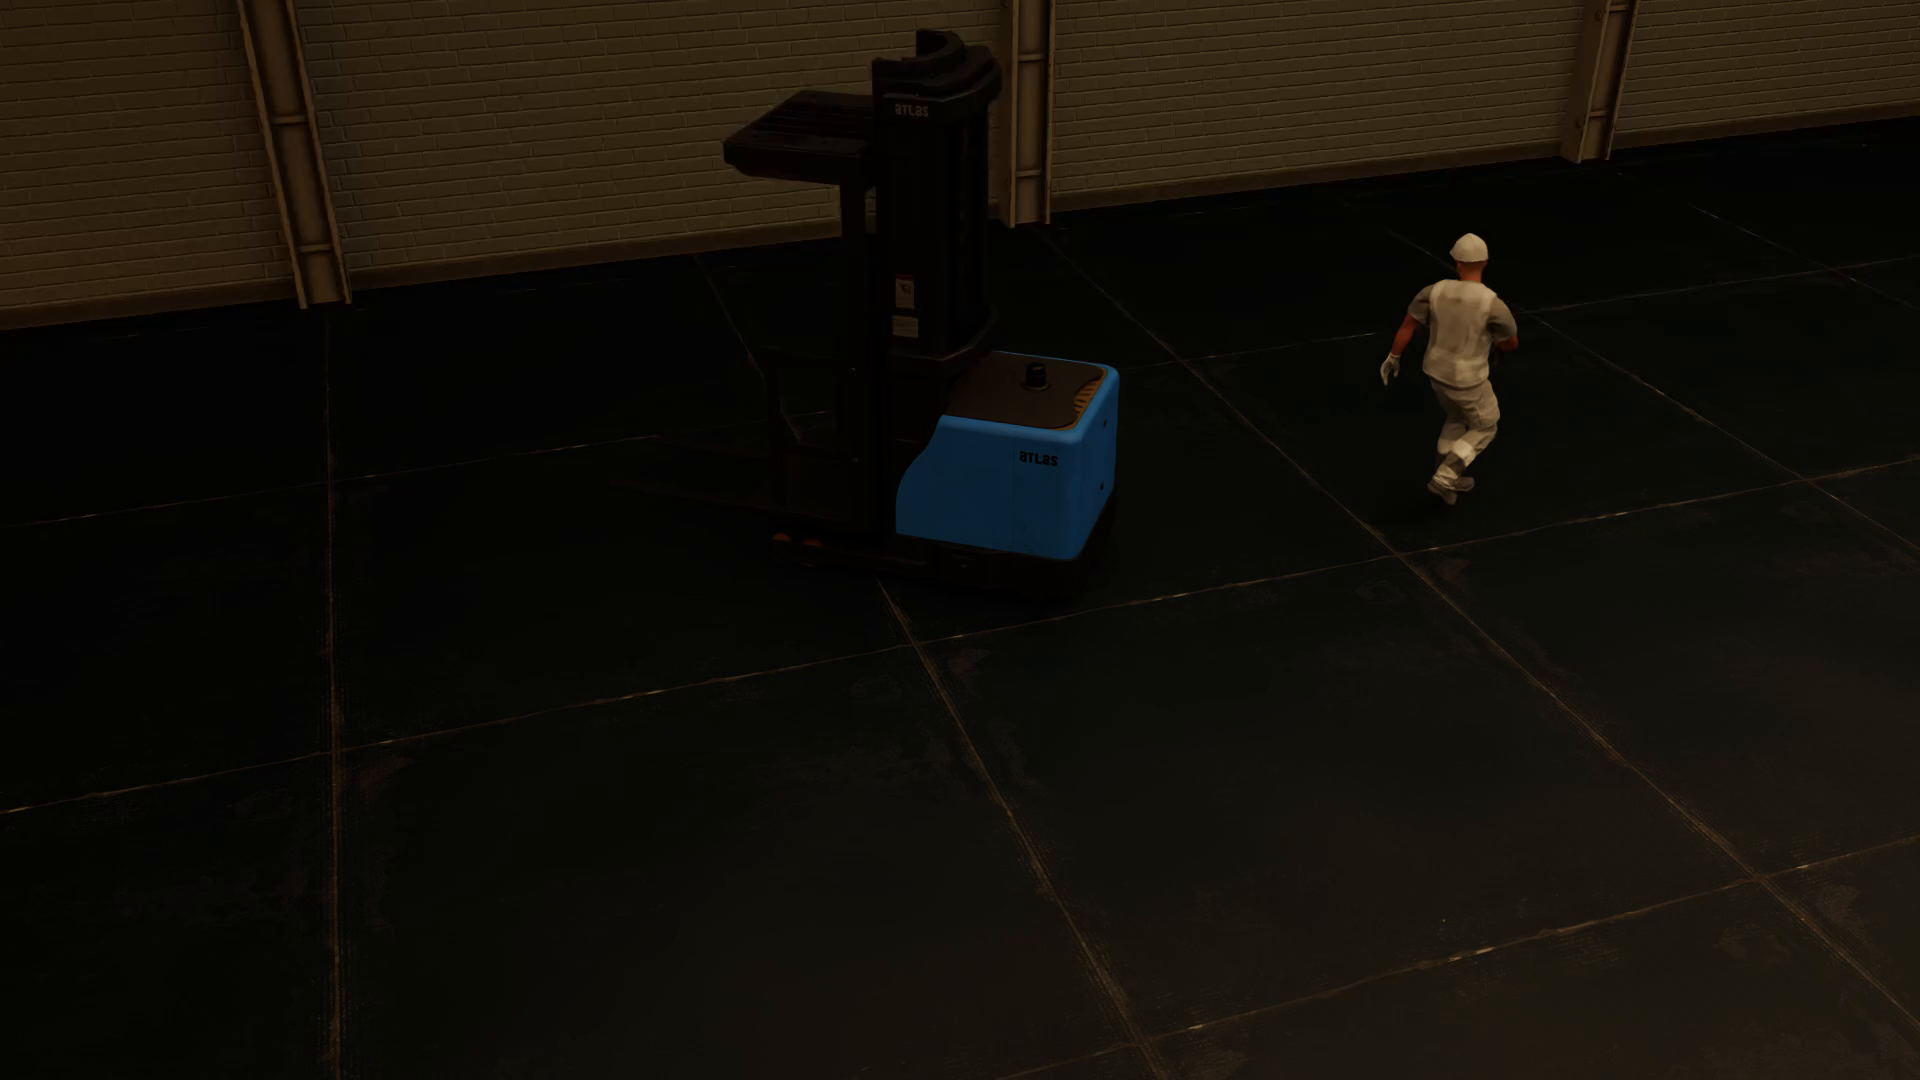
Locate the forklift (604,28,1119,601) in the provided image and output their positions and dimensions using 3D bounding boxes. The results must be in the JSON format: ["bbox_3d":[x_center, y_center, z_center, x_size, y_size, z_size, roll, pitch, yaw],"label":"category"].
[{"bbox_3d":[-0.640,-1.350,9.433,3.031,2.935,1.130,9,31,15],"label":"forklift"}]

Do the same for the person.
[{"bbox_3d":[3.013,-1.038,10.107,0.633,1.724,0.697,-20,36,-31],"label":"person"}]
